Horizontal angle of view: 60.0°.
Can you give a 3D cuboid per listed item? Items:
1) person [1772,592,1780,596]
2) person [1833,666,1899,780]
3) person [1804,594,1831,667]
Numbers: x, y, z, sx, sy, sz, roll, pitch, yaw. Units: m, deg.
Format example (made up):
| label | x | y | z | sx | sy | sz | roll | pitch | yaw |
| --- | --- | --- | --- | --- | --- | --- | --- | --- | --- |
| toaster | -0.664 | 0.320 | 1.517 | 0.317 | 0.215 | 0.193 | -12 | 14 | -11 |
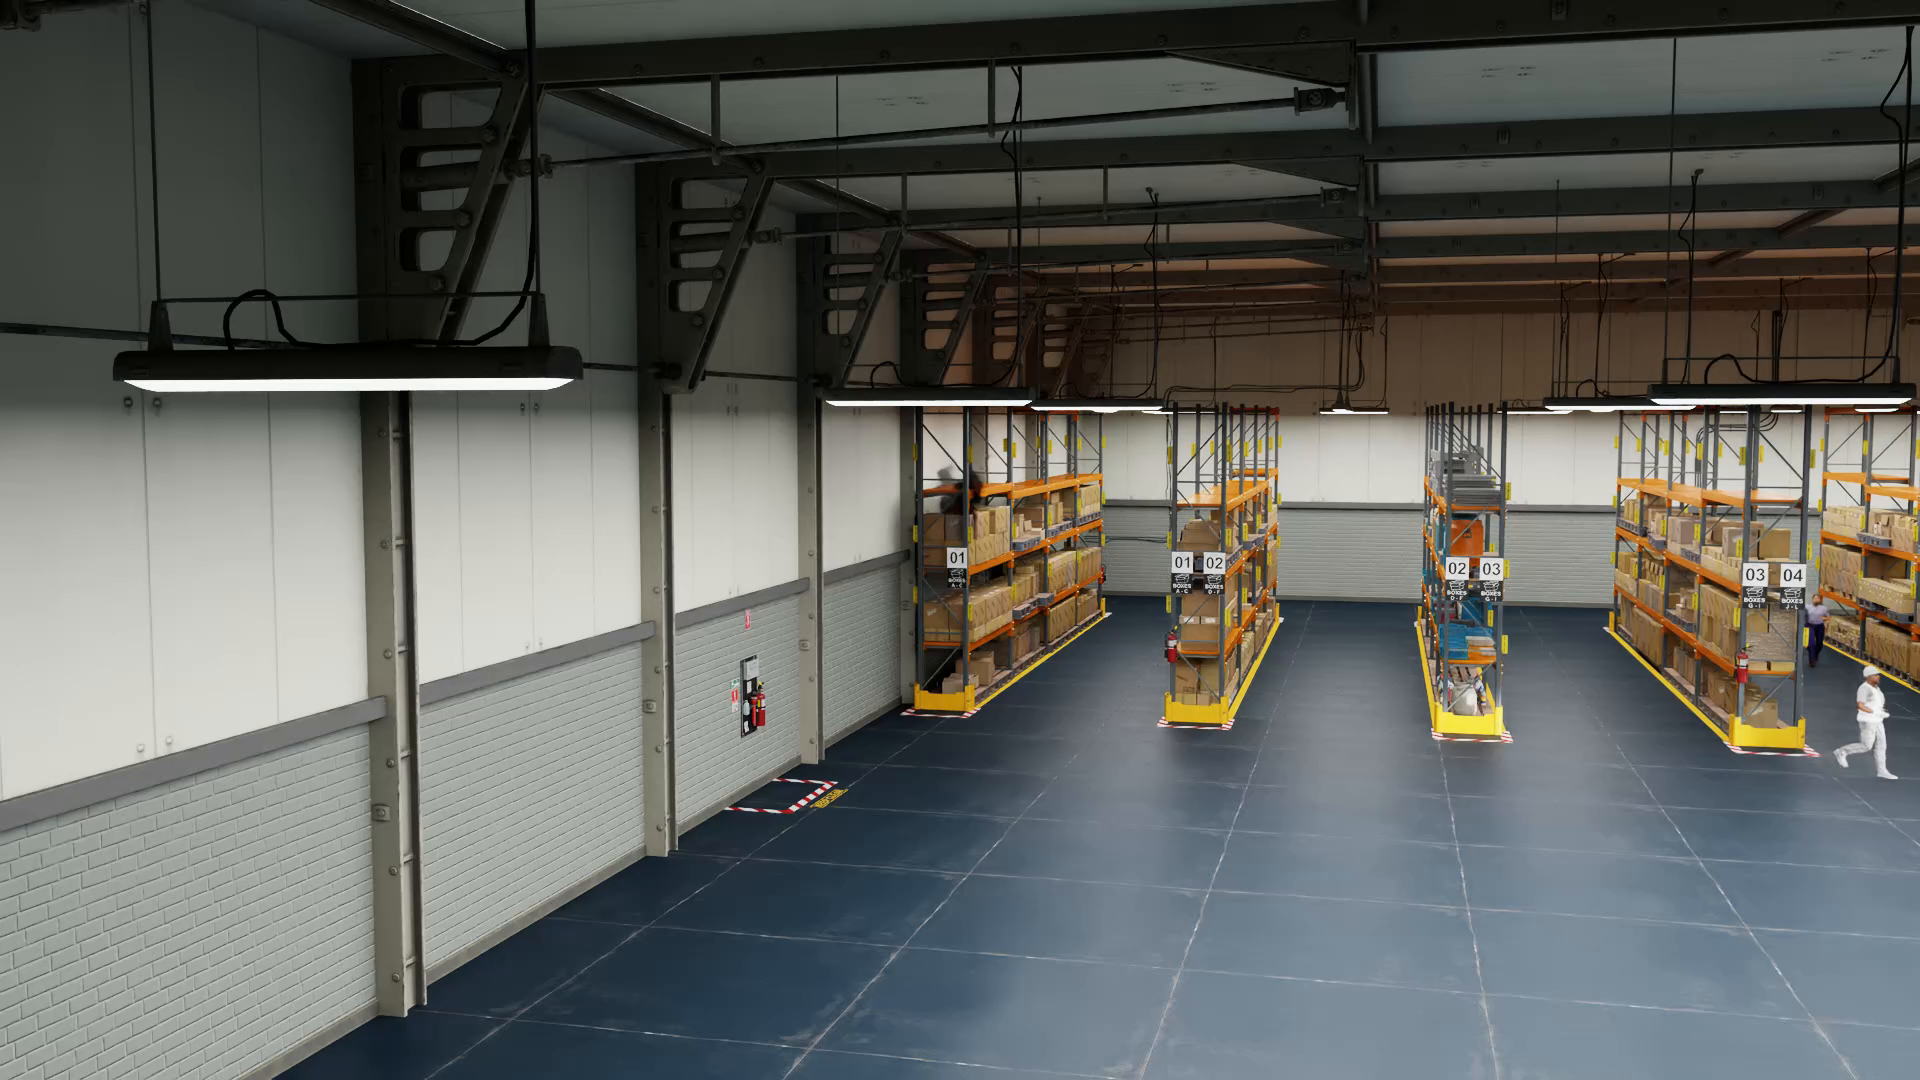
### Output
| label | x | y | z | sx | sy | sz | roll | pitch | yaw |
| --- | --- | --- | --- | --- | --- | --- | --- | --- | --- |
| person | 21.123 | 1.691 | 43.801 | 0.627 | 1.632 | 0.728 | -2 | 5 | -25 |
| person | 14.431 | 2.883 | 26.425 | 0.696 | 1.777 | 0.942 | -4 | 6 | -44 |
| person | 19.662 | 2.071 | 38.248 | 0.594 | 1.616 | 0.940 | 1 | 4 | 17 |
